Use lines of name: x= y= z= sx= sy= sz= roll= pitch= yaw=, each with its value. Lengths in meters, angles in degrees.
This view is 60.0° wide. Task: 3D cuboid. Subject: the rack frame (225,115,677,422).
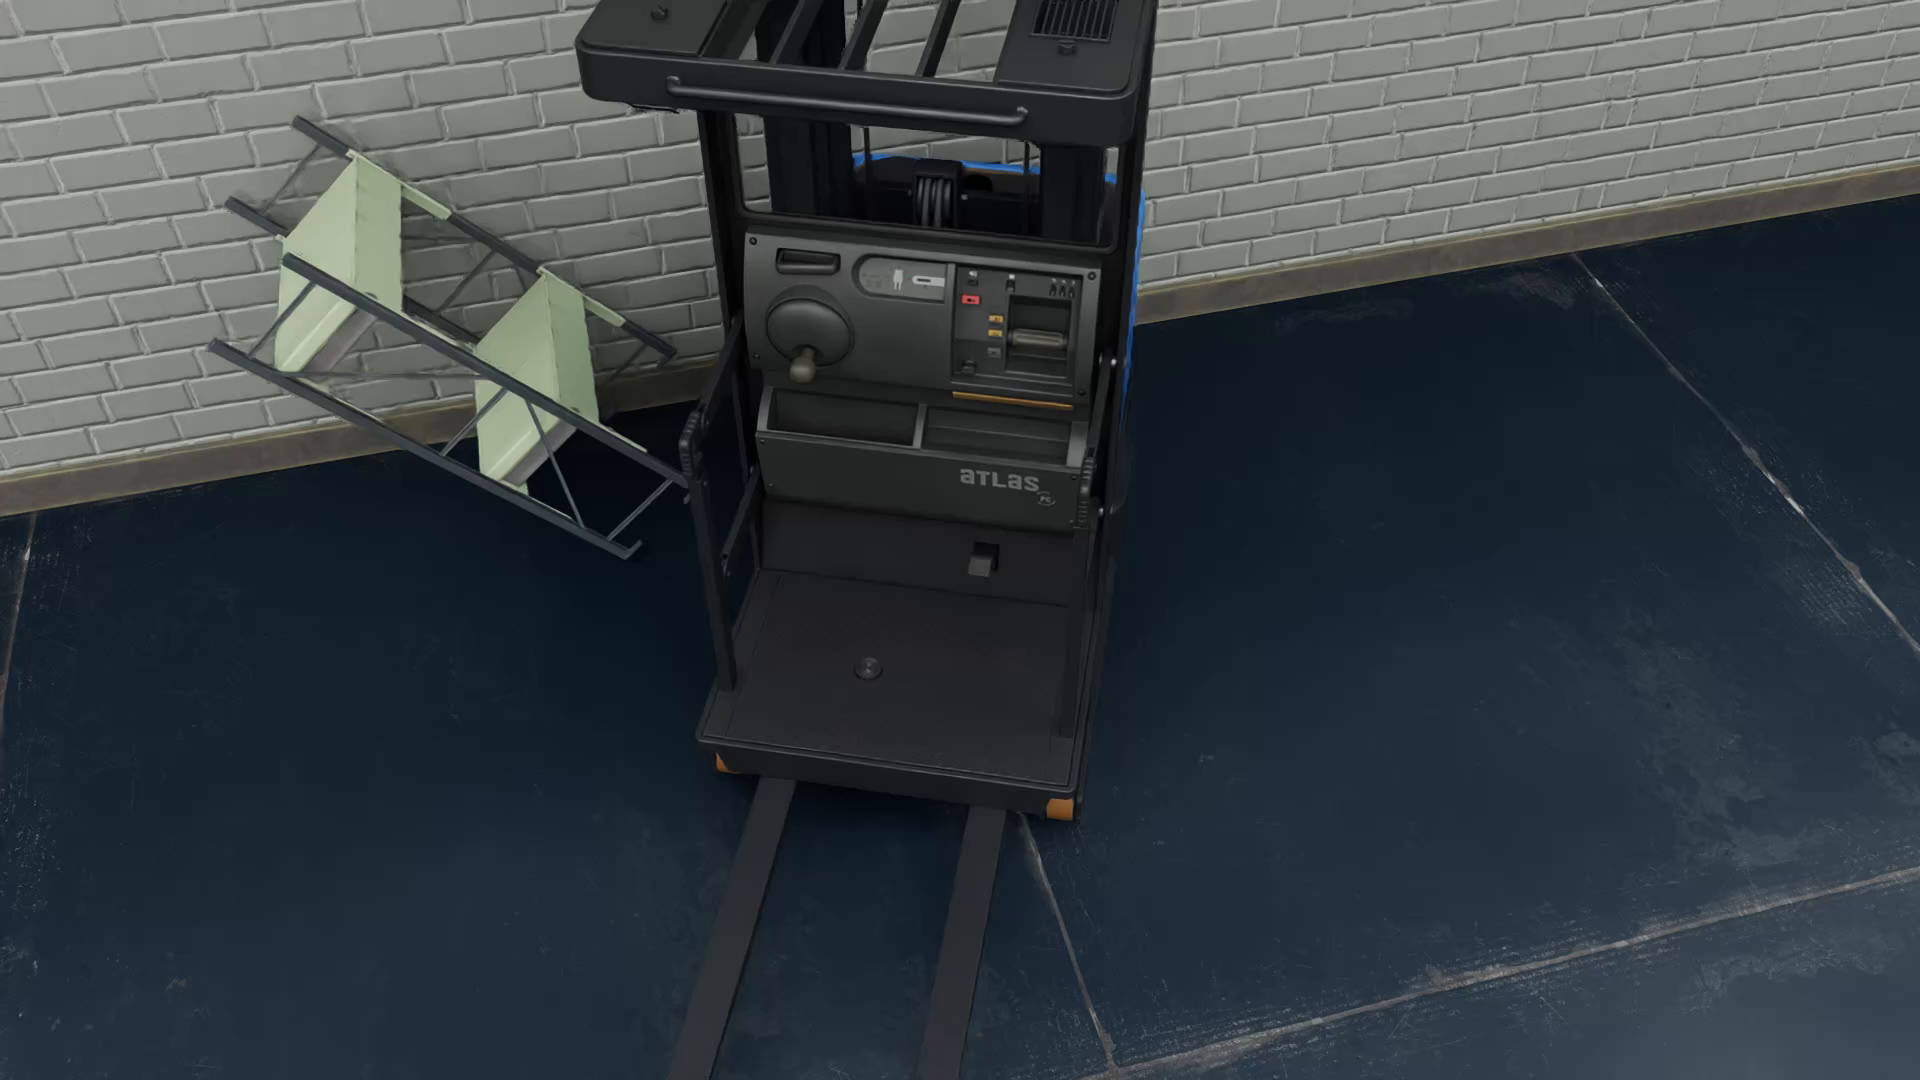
rack frame: x=-1.662 y=-0.866 z=5.603 sx=0.400 sy=1.500 sz=0.023 roll=-40 pitch=43 yaw=21

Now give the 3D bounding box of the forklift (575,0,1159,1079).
forklift: x=-0.139 y=-0.481 z=4.169 sx=1.130 sy=2.935 sz=3.031 roll=7 pitch=46 yaw=7

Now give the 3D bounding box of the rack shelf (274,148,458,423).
rack shelf: x=-1.833 y=-0.771 z=5.105 sx=0.431 sy=0.370 sz=0.720 roll=-40 pitch=43 yaw=21

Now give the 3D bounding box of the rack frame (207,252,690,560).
rack frame: x=-1.488 y=-0.361 z=5.102 sx=0.400 sy=1.500 sz=0.023 roll=-40 pitch=43 yaw=21

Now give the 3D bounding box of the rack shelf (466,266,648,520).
rack shelf: x=-1.360 y=-0.482 z=5.559 sx=0.431 sy=0.370 sz=0.720 roll=-40 pitch=43 yaw=21

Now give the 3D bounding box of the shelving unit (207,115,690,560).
shelving unit: x=-1.575 y=-0.614 z=5.352 sx=0.431 sy=1.500 sz=0.755 roll=-40 pitch=43 yaw=21
